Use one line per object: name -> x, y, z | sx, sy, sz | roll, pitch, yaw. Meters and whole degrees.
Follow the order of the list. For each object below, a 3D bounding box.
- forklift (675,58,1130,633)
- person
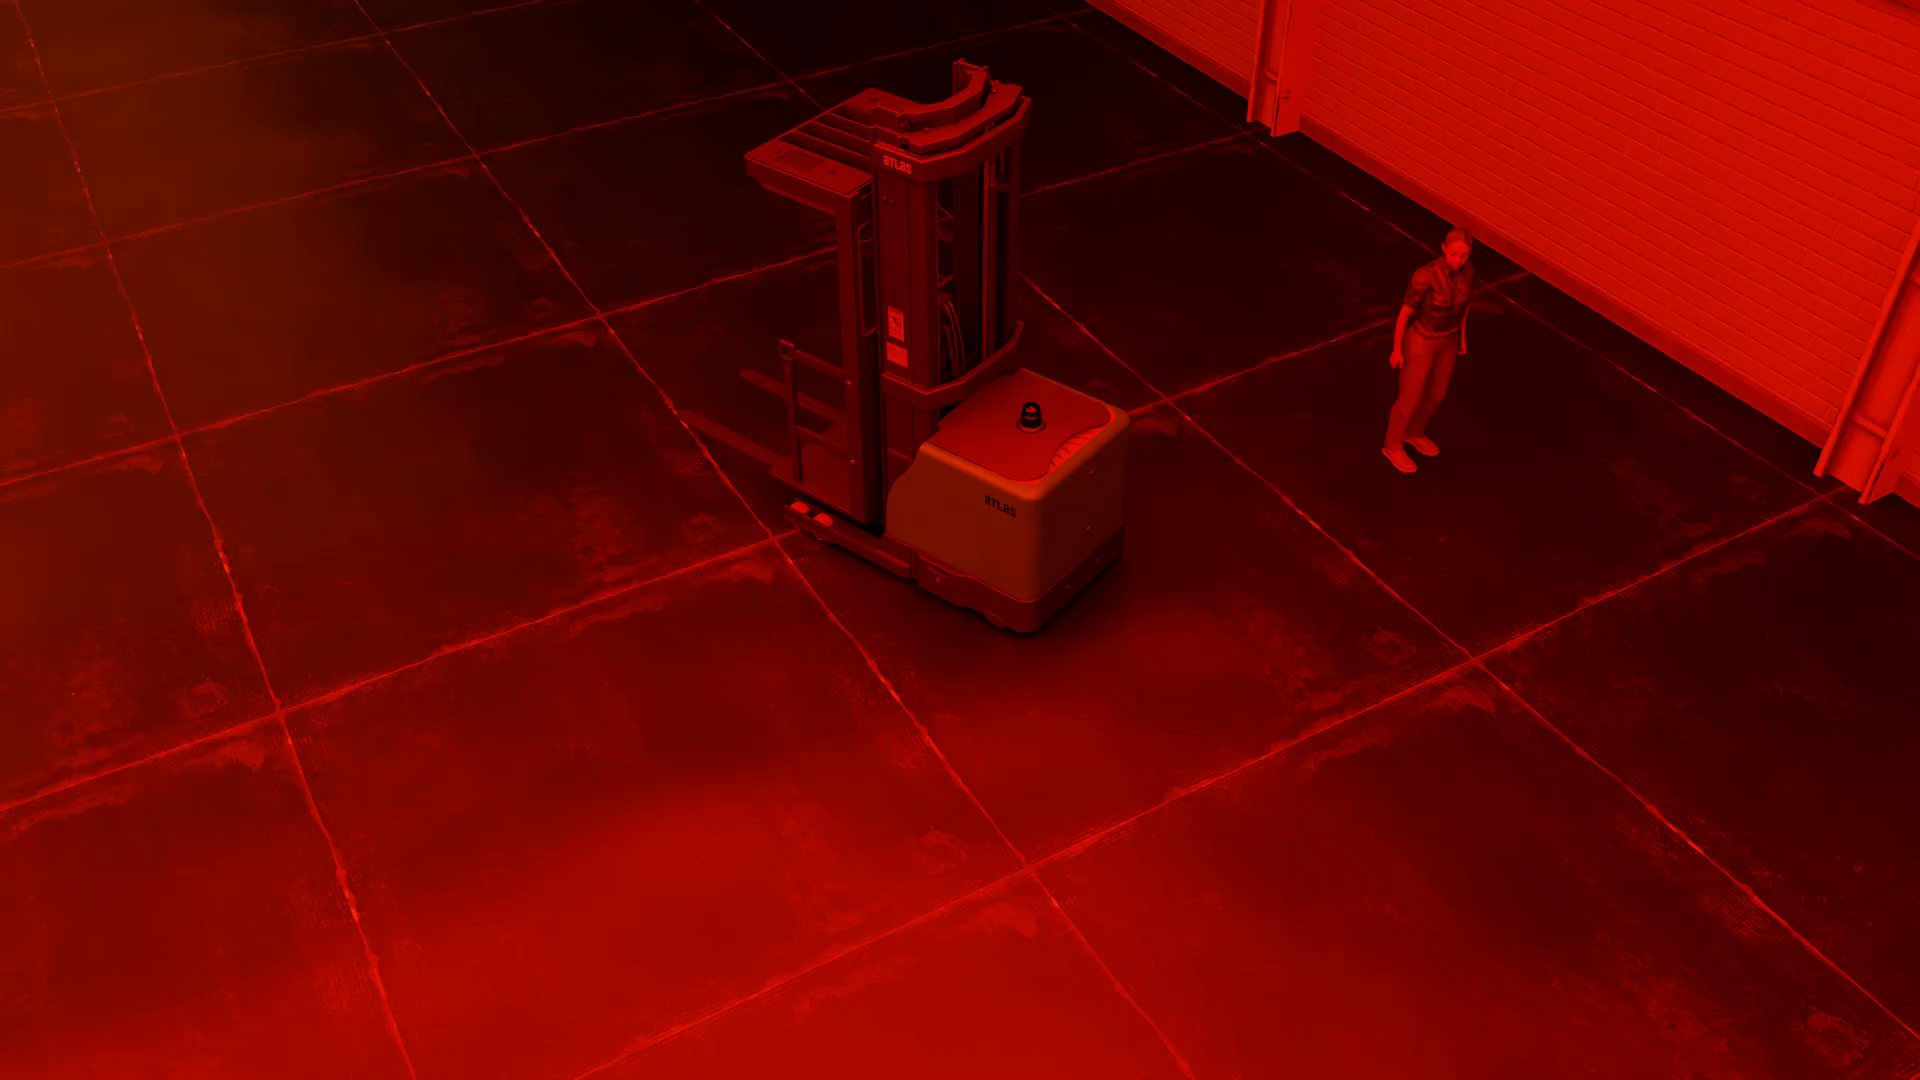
forklift -> -0.481, -1.366, 9.683 | 3.031, 2.935, 1.130 | 26, 46, 28
person -> 2.992, -1.211, 10.497 | 0.574, 1.659, 0.374 | -18, 43, -20
